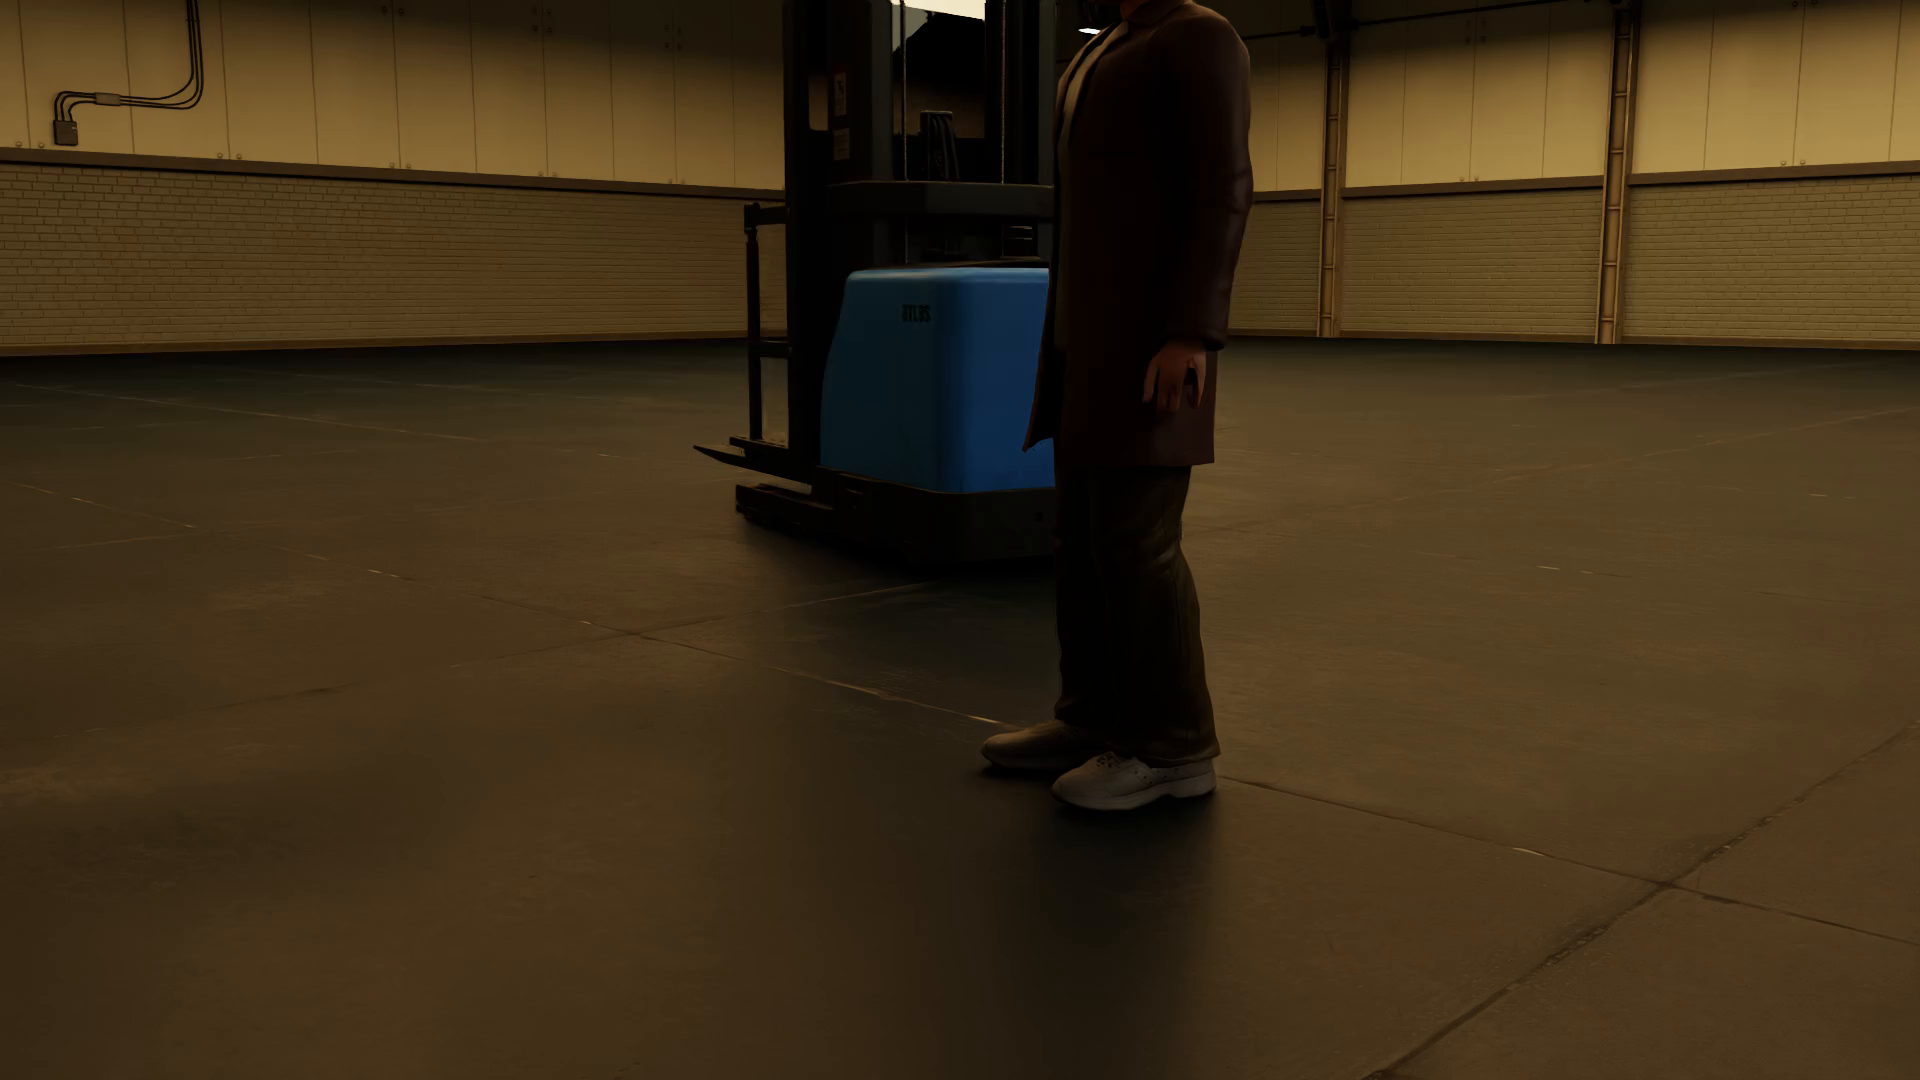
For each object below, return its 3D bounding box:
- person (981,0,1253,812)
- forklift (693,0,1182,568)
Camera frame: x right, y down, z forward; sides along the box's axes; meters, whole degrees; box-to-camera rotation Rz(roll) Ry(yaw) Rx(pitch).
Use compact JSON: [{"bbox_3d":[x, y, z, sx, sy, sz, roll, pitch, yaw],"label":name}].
[{"bbox_3d":[0.293,-0.380,3.259,0.421,1.782,0.643,-2,9,-15],"label":"person"},{"bbox_3d":[-0.322,-1.530,7.038,1.130,2.935,3.031,-5,10,-28],"label":"forklift"}]
